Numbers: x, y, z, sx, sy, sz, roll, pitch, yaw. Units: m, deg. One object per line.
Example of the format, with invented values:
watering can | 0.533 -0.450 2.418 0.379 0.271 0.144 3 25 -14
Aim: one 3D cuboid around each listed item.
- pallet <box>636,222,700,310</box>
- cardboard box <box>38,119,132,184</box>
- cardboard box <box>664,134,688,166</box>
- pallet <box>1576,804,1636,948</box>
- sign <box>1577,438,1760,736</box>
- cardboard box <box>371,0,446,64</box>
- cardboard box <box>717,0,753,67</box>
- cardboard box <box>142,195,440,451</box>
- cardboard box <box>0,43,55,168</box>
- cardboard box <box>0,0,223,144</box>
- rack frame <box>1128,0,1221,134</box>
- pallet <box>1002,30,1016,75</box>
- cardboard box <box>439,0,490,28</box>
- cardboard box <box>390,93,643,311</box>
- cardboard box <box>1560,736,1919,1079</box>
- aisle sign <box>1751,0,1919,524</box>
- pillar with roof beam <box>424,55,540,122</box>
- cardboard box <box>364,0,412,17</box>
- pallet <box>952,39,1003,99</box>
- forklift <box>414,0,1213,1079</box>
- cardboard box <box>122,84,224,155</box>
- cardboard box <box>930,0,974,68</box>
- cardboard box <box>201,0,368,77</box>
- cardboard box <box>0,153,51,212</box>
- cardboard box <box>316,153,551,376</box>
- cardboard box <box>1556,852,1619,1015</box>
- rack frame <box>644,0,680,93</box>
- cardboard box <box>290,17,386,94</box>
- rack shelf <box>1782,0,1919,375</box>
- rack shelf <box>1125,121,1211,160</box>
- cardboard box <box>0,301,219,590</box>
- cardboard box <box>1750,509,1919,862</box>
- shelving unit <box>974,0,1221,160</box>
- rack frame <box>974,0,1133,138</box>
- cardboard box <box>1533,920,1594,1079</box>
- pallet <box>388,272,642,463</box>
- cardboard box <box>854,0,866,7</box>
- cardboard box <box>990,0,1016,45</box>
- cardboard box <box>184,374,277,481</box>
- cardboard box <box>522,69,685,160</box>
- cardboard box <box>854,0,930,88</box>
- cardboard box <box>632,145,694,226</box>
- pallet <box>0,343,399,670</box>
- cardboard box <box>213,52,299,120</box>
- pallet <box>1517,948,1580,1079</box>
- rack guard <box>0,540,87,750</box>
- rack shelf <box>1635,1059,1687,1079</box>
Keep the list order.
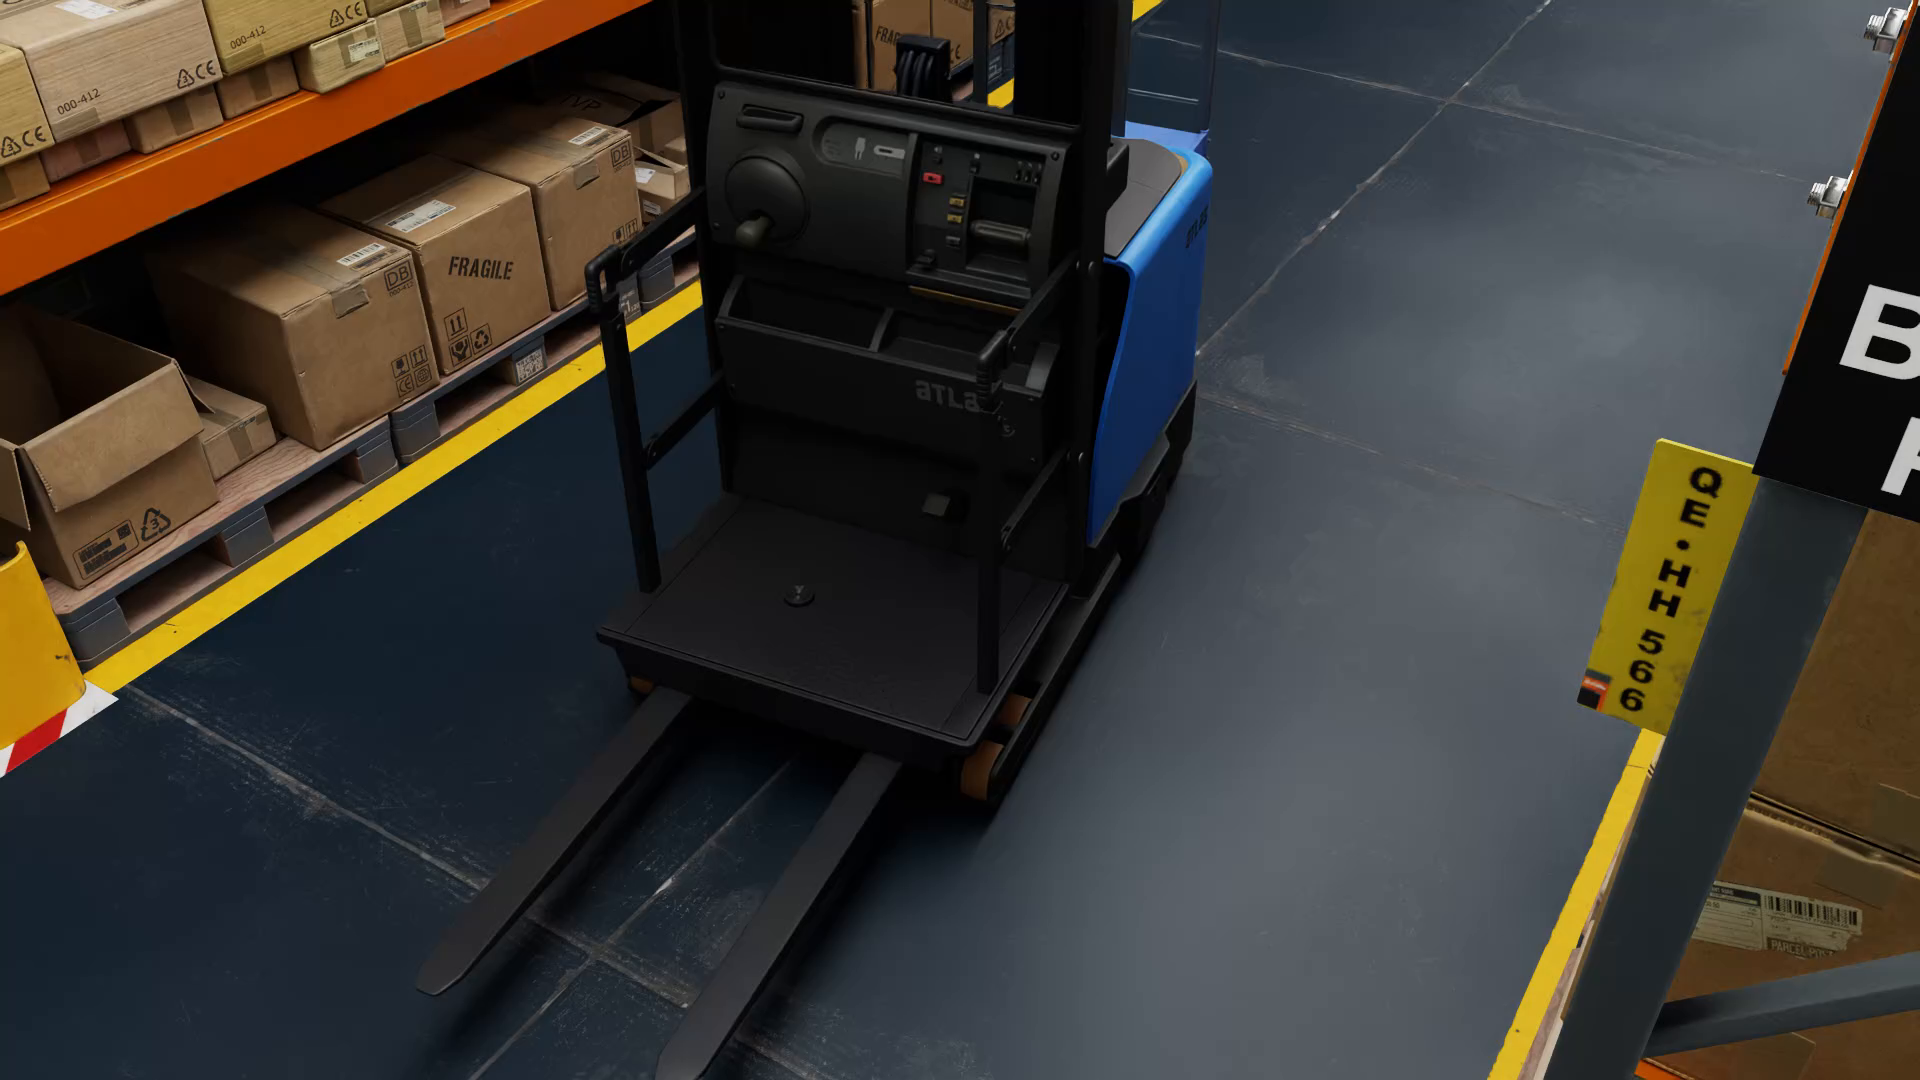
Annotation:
pallet | -1.295 -1.435 6.939 1.003 0.211 1.213 21 42 25
cardboard box | -2.453 -1.105 4.432 0.380 0.149 0.250 21 42 25
cardboard box | -0.977 -1.547 6.792 0.380 0.149 0.250 20 42 24
pallet | 2.141 0.830 4.000 1.003 0.211 1.213 21 42 25
sign | 0.673 0.053 1.582 0.100 0.325 0.005 21 42 25
cardboard box | -1.805 -1.602 5.077 0.380 0.149 0.250 22 43 26
cardboard box | -0.913 -2.420 7.635 0.500 0.500 0.500 21 42 25
cardboard box | -2.171 -0.720 5.431 0.700 0.500 0.500 23 43 27
cardboard box | -2.599 -1.036 4.016 0.500 0.250 0.500 21 42 25
cardboard box | -2.329 -1.296 4.353 0.500 0.250 0.500 22 43 26
rack frame | 0.686 -1.648 6.160 0.500 1.500 0.032 15 40 19
pallet | 0.131 -2.852 8.777 1.003 0.211 1.213 21 42 25
cardboard box | -1.725 -1.757 5.279 0.380 0.149 0.250 21 42 25
cardboard box | -1.614 -1.255 6.125 0.700 0.500 0.500 20 42 23
cardboard box | 1.159 0.415 2.172 0.500 0.500 0.500 21 42 25
aisle sign | 0.824 -0.304 1.058 0.394 0.787 0.004 21 42 25
pillar with roof beam | 1.575 -3.797 2.805 9.100 9.000 0.400 21 42 25
cardboard box | -1.804 -1.829 5.044 0.500 0.250 0.500 20 42 24
pallet | -0.522 -2.221 7.958 1.003 0.211 1.213 21 42 25
forklift | -0.278 -0.774 3.854 1.130 2.935 3.031 15 40 19
cardboard box | -2.266 -1.215 4.575 0.380 0.149 0.250 23 43 26
cardboard box | -0.200 -2.523 7.770 0.500 0.500 0.500 21 42 25
cardboard box | -2.060 -1.558 4.693 0.500 0.250 0.500 20 42 24
cardboard box | -2.564 -0.958 4.241 0.380 0.149 0.250 22 43 26
cardboard box | -1.803 -0.960 5.742 0.500 0.500 0.500 22 43 26
cardboard box | 1.876 0.791 3.521 0.875 0.438 0.875 22 43 26
rack frame | -0.926 -2.893 6.547 1.000 3.000 0.127 21 42 25
cardboard box | -1.929 -1.459 4.892 0.380 0.149 0.250 20 42 24
rack shelf | 2.196 -1.144 2.409 1.077 0.370 4.000 21 42 25
rack shelf | 0.482 -1.222 5.901 0.538 0.185 1.000 15 40 19
cardboard box | -2.661 -0.293 4.874 0.797 0.503 0.637 19 42 23
cardboard box | 1.181 0.028 1.856 0.500 0.500 0.500 23 43 27
shelving unit | 0.482 -1.364 5.791 0.538 1.500 1.048 15 40 19
rack frame | 0.278 -1.080 5.422 0.500 1.500 0.032 15 40 19
cardboard box | 1.393 1.266 2.906 0.875 0.438 0.875 20 42 24
pallet | -1.948 -0.804 6.120 1.003 0.211 1.213 21 42 25
cardboard box | -0.509 -2.425 7.110 0.380 0.149 0.250 23 43 27
cardboard box | 0.071 -2.779 8.102 0.500 0.500 0.500 20 42 24
cardboard box | -2.401 -0.359 5.250 0.380 0.149 0.250 19 42 23
cardboard box | -1.480 -1.732 6.898 0.500 0.311 0.500 23 43 27
cardboard box | -0.477 -2.246 7.410 0.500 0.500 0.500 23 43 27
cardboard box | -1.168 -1.410 6.517 0.396 0.266 0.258 23 43 27
pallet | -2.602 -0.177 5.307 1.003 0.211 1.213 21 42 25
cardboard box | -2.128 -1.354 4.755 0.380 0.149 0.250 22 43 26
pallet | 1.486 1.457 3.187 1.003 0.211 1.213 21 42 25
rack guard | -3.028 0.119 4.686 1.175 0.500 0.348 21 42 25
rack shelf | 2.196 0.044 3.325 1.077 0.370 4.000 21 42 25
